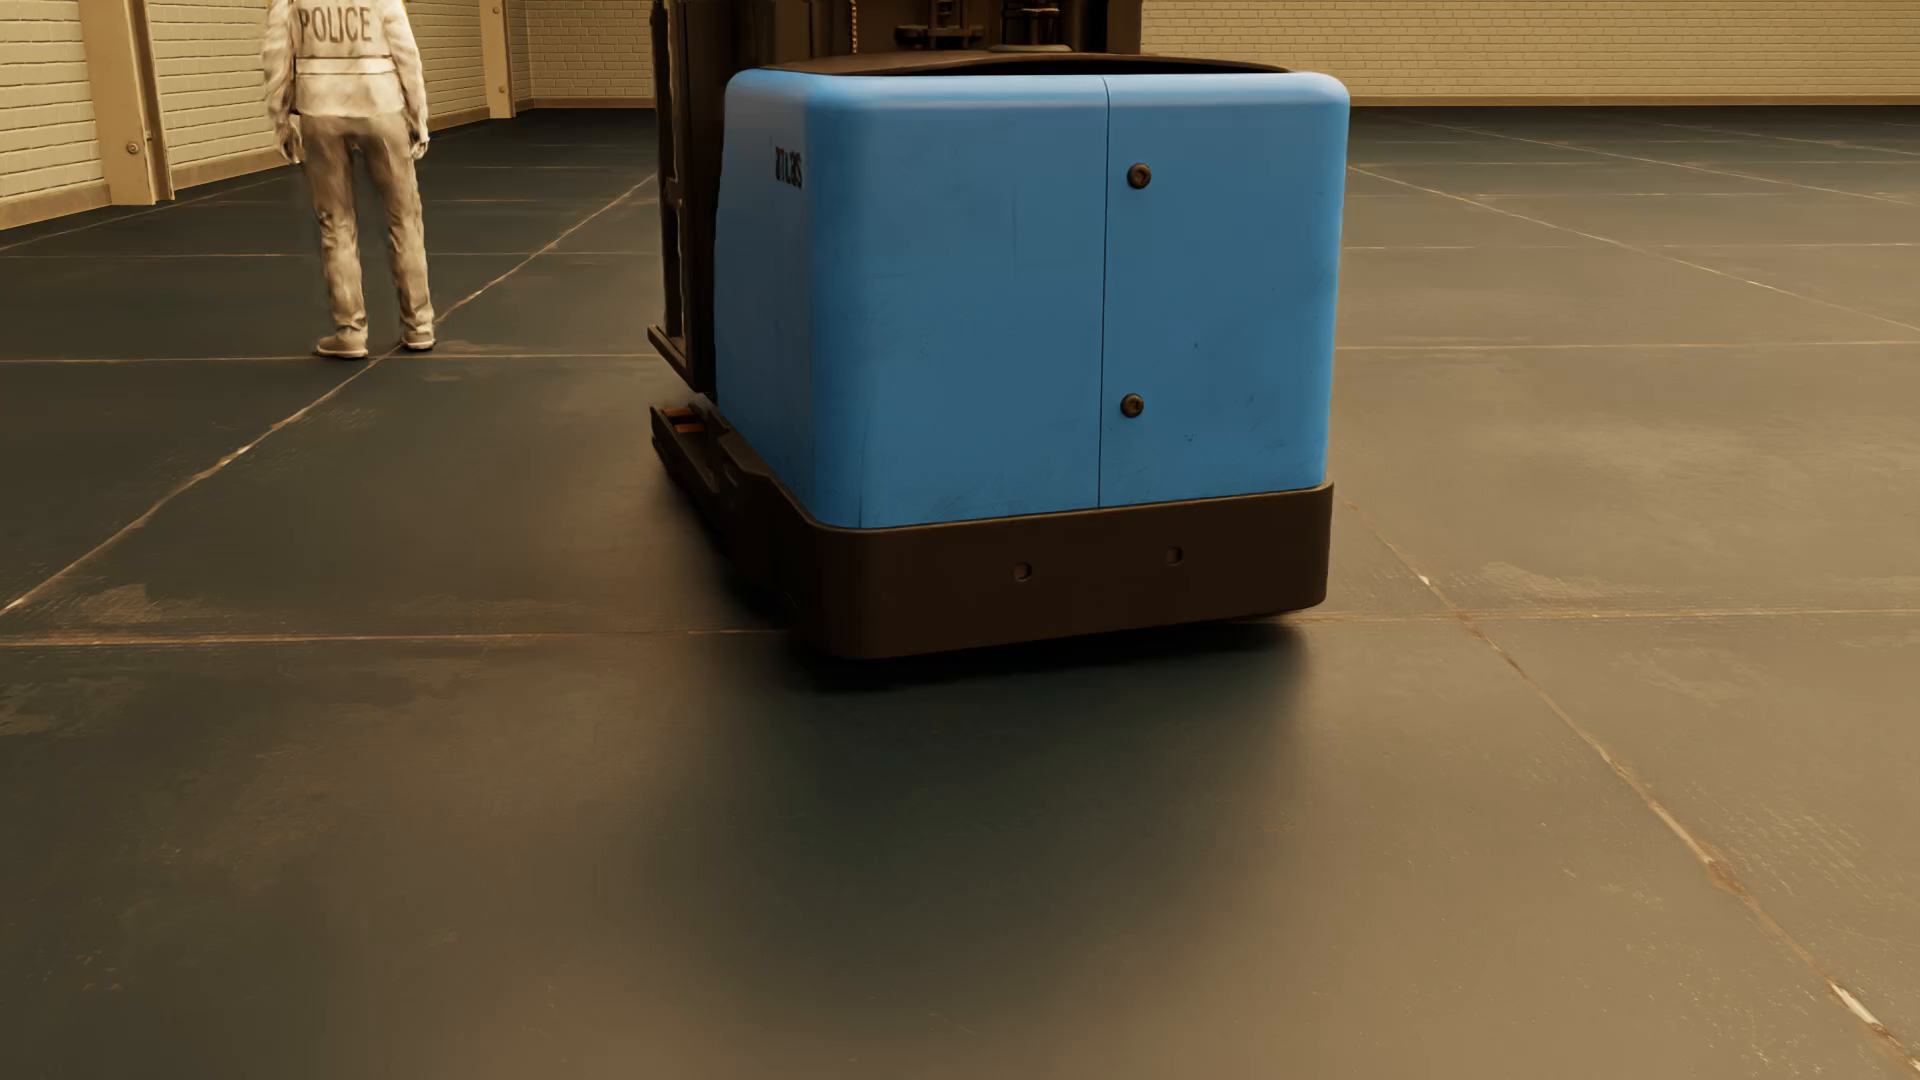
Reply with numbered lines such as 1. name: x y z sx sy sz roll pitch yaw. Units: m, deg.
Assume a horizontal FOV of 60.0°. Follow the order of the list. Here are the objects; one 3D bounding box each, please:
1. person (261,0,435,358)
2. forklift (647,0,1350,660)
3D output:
1. person: -2.193 -1.502 5.991 0.543 1.661 0.444 -3 17 -11
2. forklift: -0.216 -1.579 4.068 1.130 2.935 3.031 -6 18 -17
